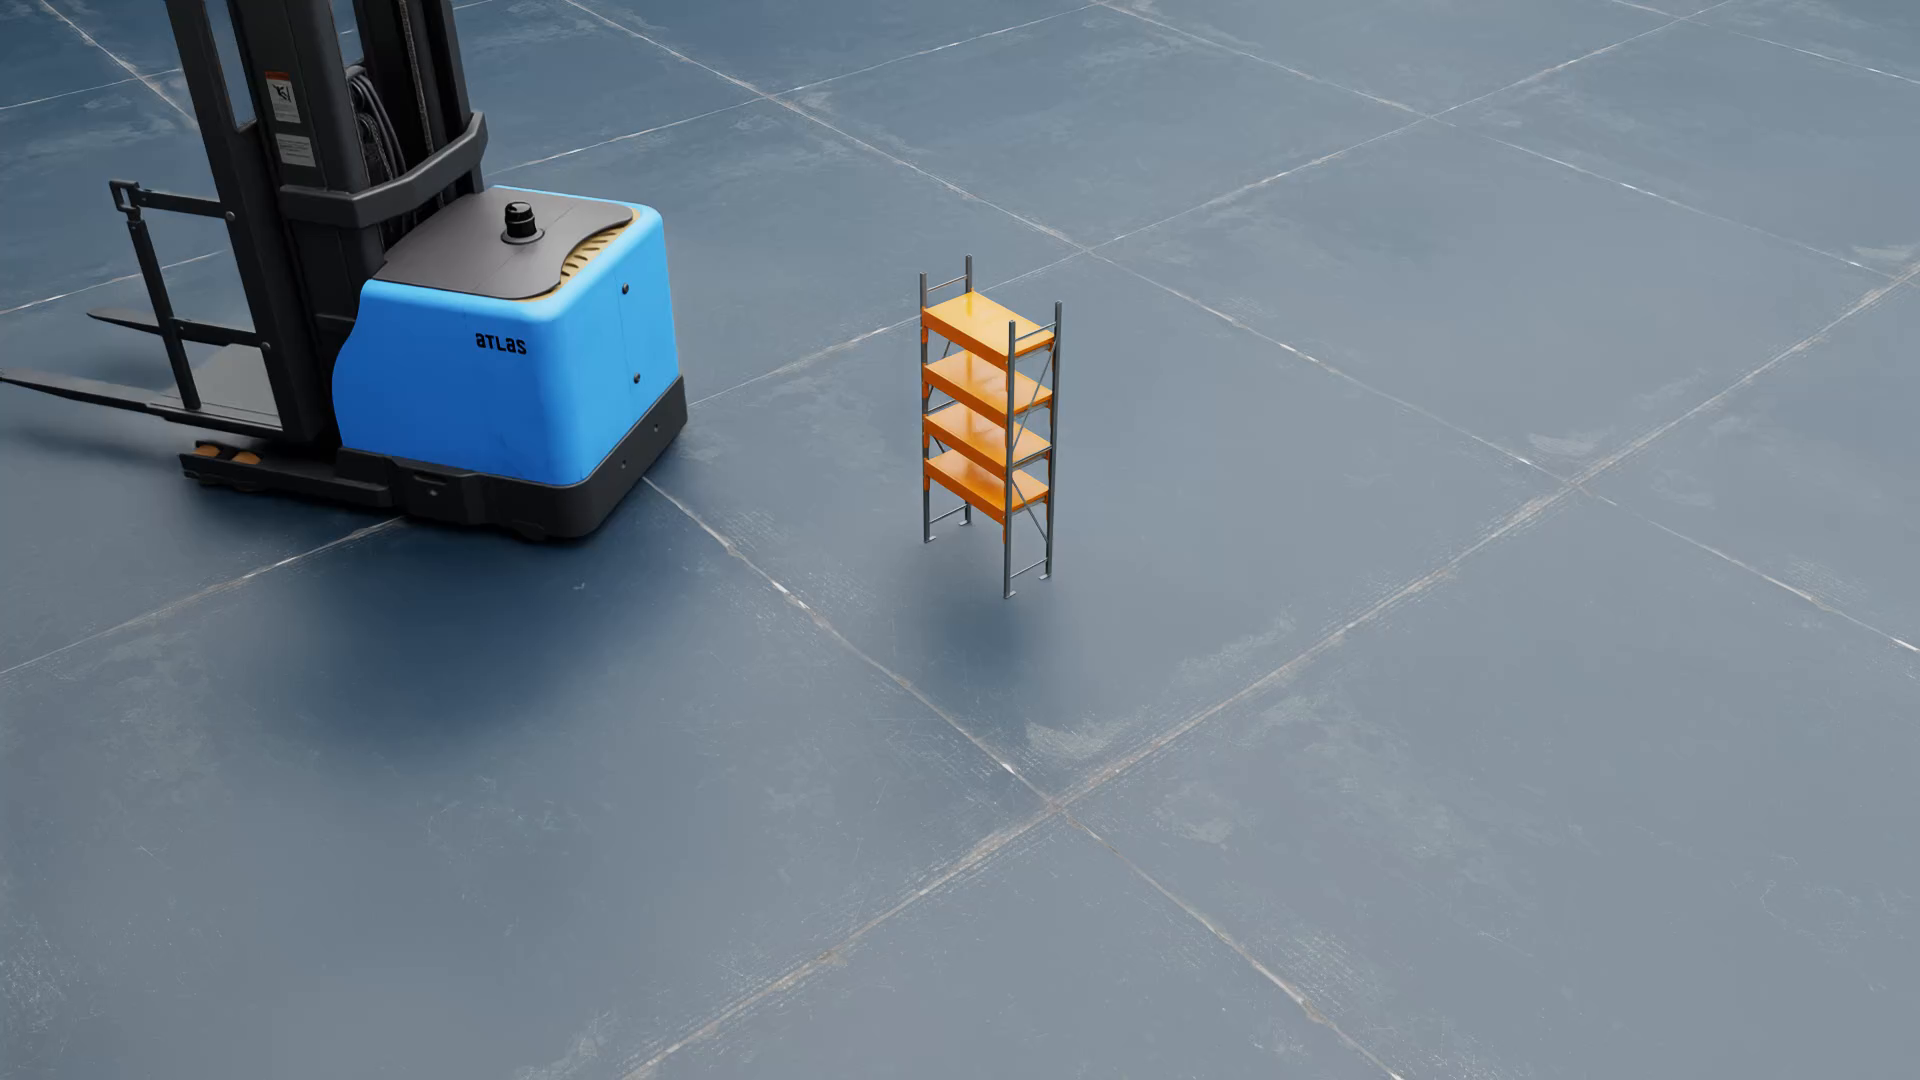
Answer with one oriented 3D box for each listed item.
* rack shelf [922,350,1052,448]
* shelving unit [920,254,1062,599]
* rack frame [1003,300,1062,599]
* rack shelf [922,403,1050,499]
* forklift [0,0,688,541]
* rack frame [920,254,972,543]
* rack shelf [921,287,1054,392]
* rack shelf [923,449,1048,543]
[{"bbox_3d":[0.107,-0.544,6.210,0.258,0.148,0.480,-26,43,-32],"label":"rack shelf"},{"bbox_3d":[0.107,-0.417,6.300,0.258,1.200,0.503,-26,43,-32],"label":"shelving unit"},{"bbox_3d":[0.264,-0.309,6.148,0.240,1.200,0.015,-26,43,-32],"label":"rack frame"},{"bbox_3d":[0.107,-0.362,6.339,0.258,0.148,0.480,-26,43,-32],"label":"rack shelf"},{"bbox_3d":[-2.783,-1.679,6.585,3.031,2.935,1.130,10,37,14],"label":"forklift"},{"bbox_3d":[-0.051,-0.524,6.452,0.240,1.200,0.015,-26,43,-32],"label":"rack frame"},{"bbox_3d":[0.107,-0.737,6.073,0.258,0.148,0.480,-26,43,-32],"label":"rack shelf"},{"bbox_3d":[0.107,-0.200,6.454,0.258,0.148,0.480,-26,43,-32],"label":"rack shelf"}]
